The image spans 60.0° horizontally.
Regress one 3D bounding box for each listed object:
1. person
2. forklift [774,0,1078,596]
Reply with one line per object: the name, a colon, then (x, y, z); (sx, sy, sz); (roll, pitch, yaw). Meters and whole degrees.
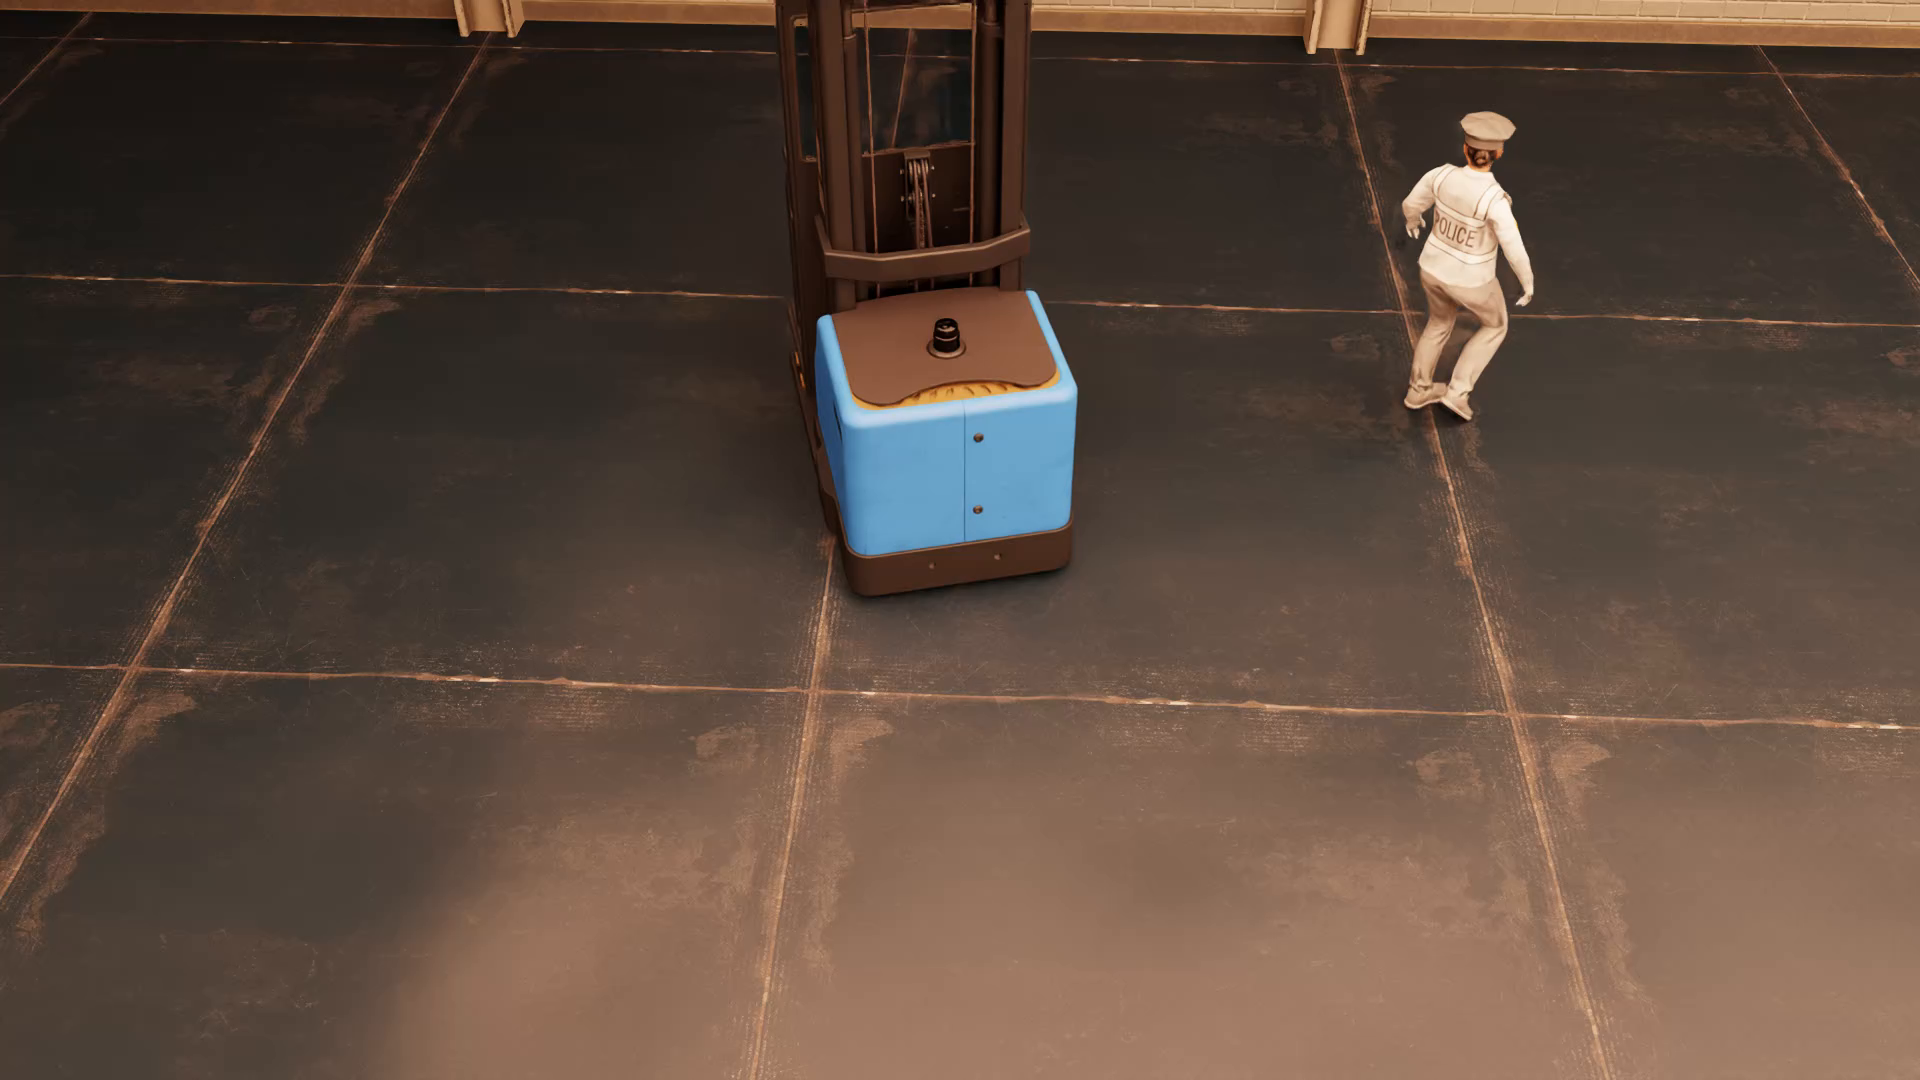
person: (2.449, -1.331, 8.175); (0.440, 1.660, 0.750); (-26, 49, -26)
forklift: (-0.289, -1.833, 7.750); (1.130, 2.935, 3.031); (-8, 43, -9)
